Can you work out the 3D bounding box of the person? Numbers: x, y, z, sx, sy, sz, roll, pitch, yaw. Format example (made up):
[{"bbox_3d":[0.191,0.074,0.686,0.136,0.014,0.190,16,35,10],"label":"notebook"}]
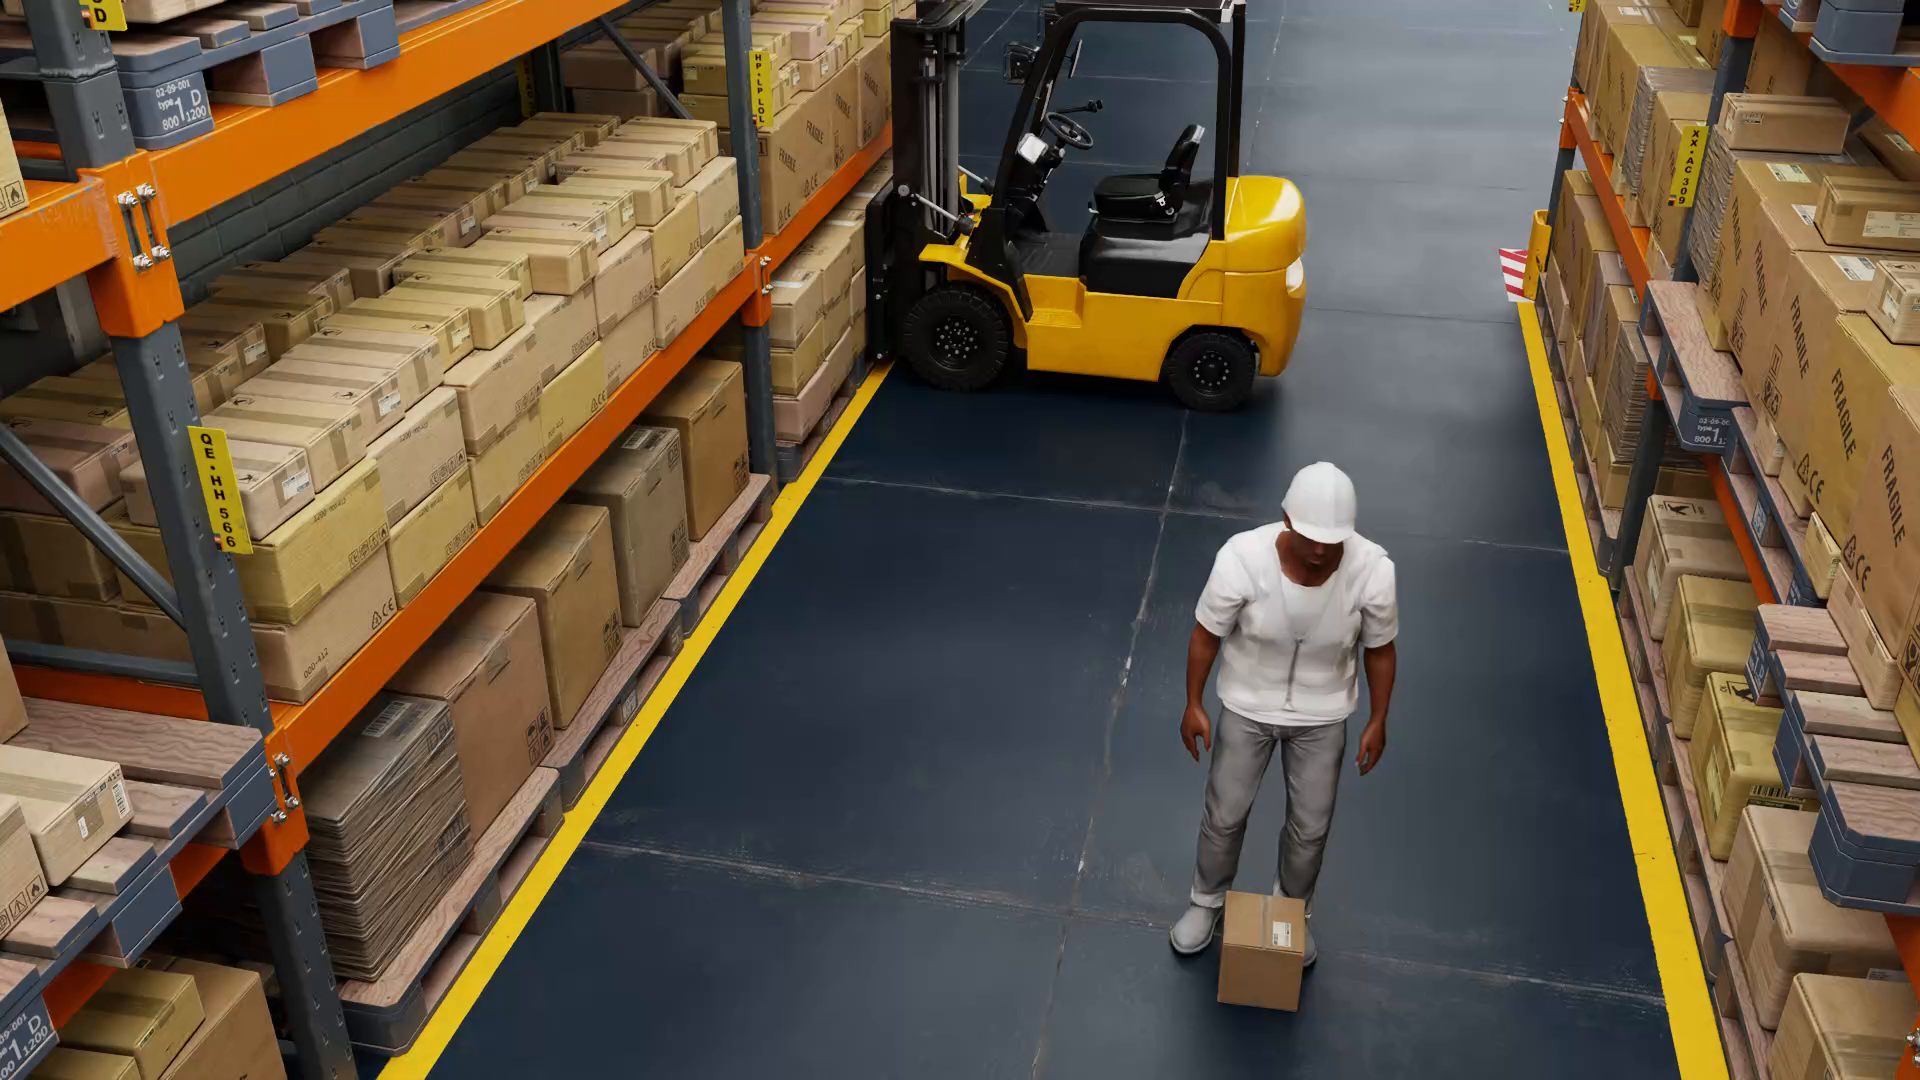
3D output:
[{"bbox_3d":[1.002,0.538,5.121,0.633,1.759,0.462,4,29,7],"label":"person"}]
